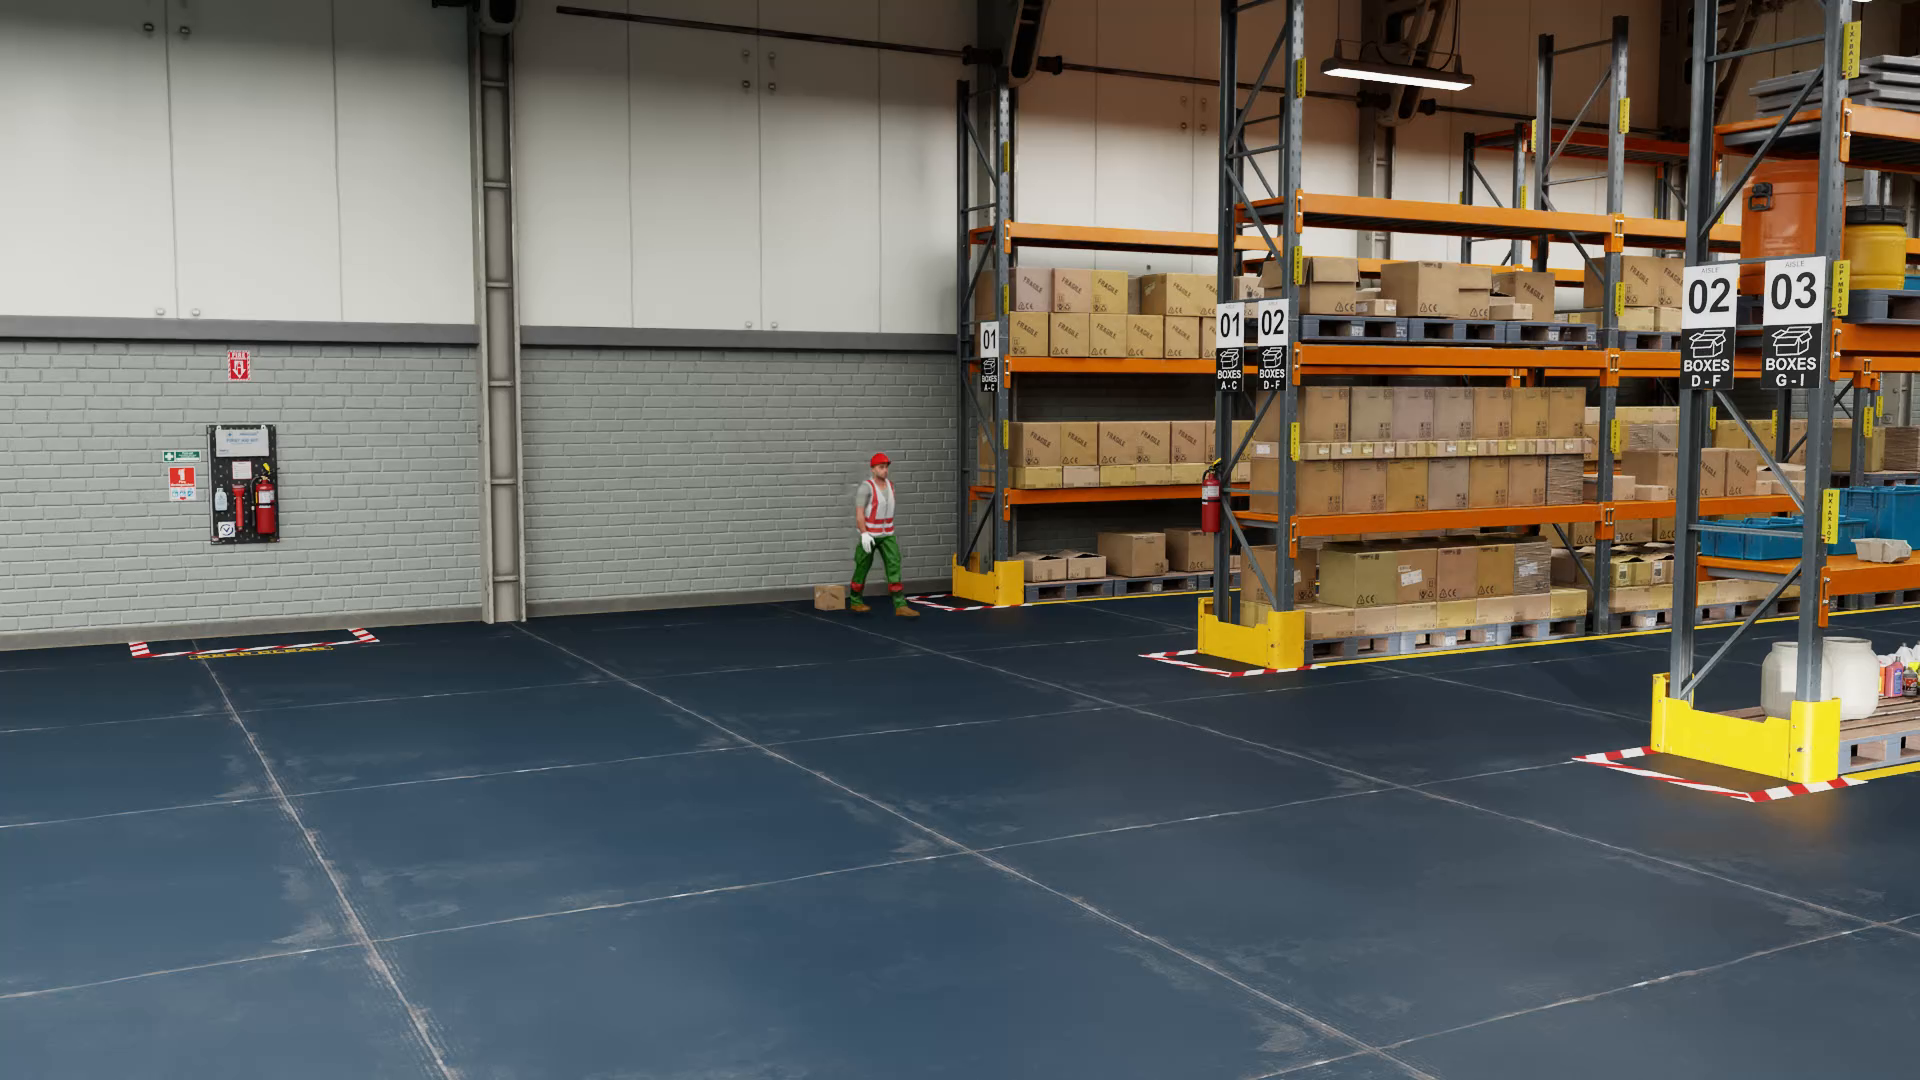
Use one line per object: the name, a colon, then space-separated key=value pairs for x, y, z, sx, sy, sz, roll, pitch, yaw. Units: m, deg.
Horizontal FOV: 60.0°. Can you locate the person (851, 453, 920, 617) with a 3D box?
person: x=-0.850 y=-0.063 z=17.659 sx=0.579 sy=1.723 sz=0.989 roll=-4 pitch=6 yaw=-38
